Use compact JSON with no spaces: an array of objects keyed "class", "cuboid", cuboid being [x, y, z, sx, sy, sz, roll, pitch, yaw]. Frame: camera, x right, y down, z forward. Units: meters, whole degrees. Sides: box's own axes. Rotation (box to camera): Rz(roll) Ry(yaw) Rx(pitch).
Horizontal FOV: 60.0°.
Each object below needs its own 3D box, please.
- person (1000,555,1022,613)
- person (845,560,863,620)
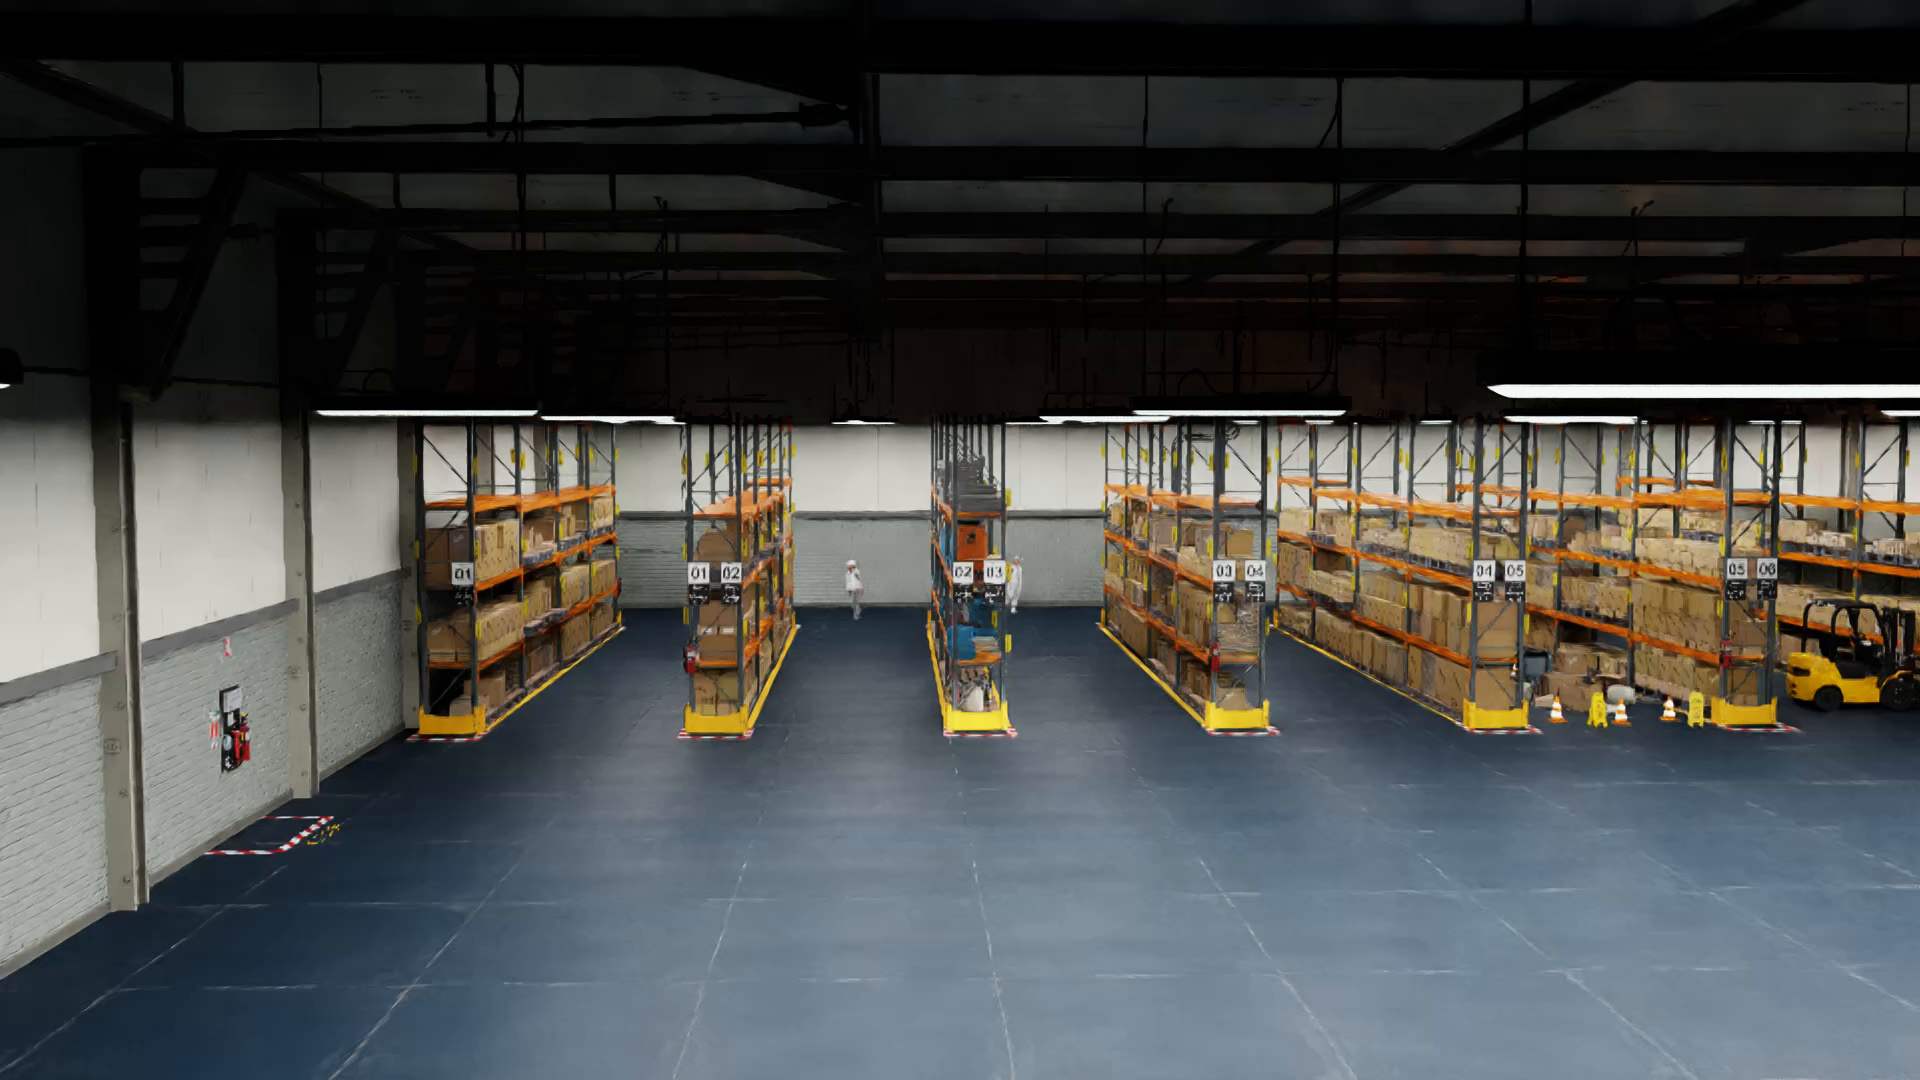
[{"class":"person","cuboid":[1.601,1.348,51.176,0.722,1.778,0.531,-3,5,-40]},{"class":"person","cuboid":[-3.127,1.470,49.569,0.496,1.784,0.637,-3,5,-38]}]
